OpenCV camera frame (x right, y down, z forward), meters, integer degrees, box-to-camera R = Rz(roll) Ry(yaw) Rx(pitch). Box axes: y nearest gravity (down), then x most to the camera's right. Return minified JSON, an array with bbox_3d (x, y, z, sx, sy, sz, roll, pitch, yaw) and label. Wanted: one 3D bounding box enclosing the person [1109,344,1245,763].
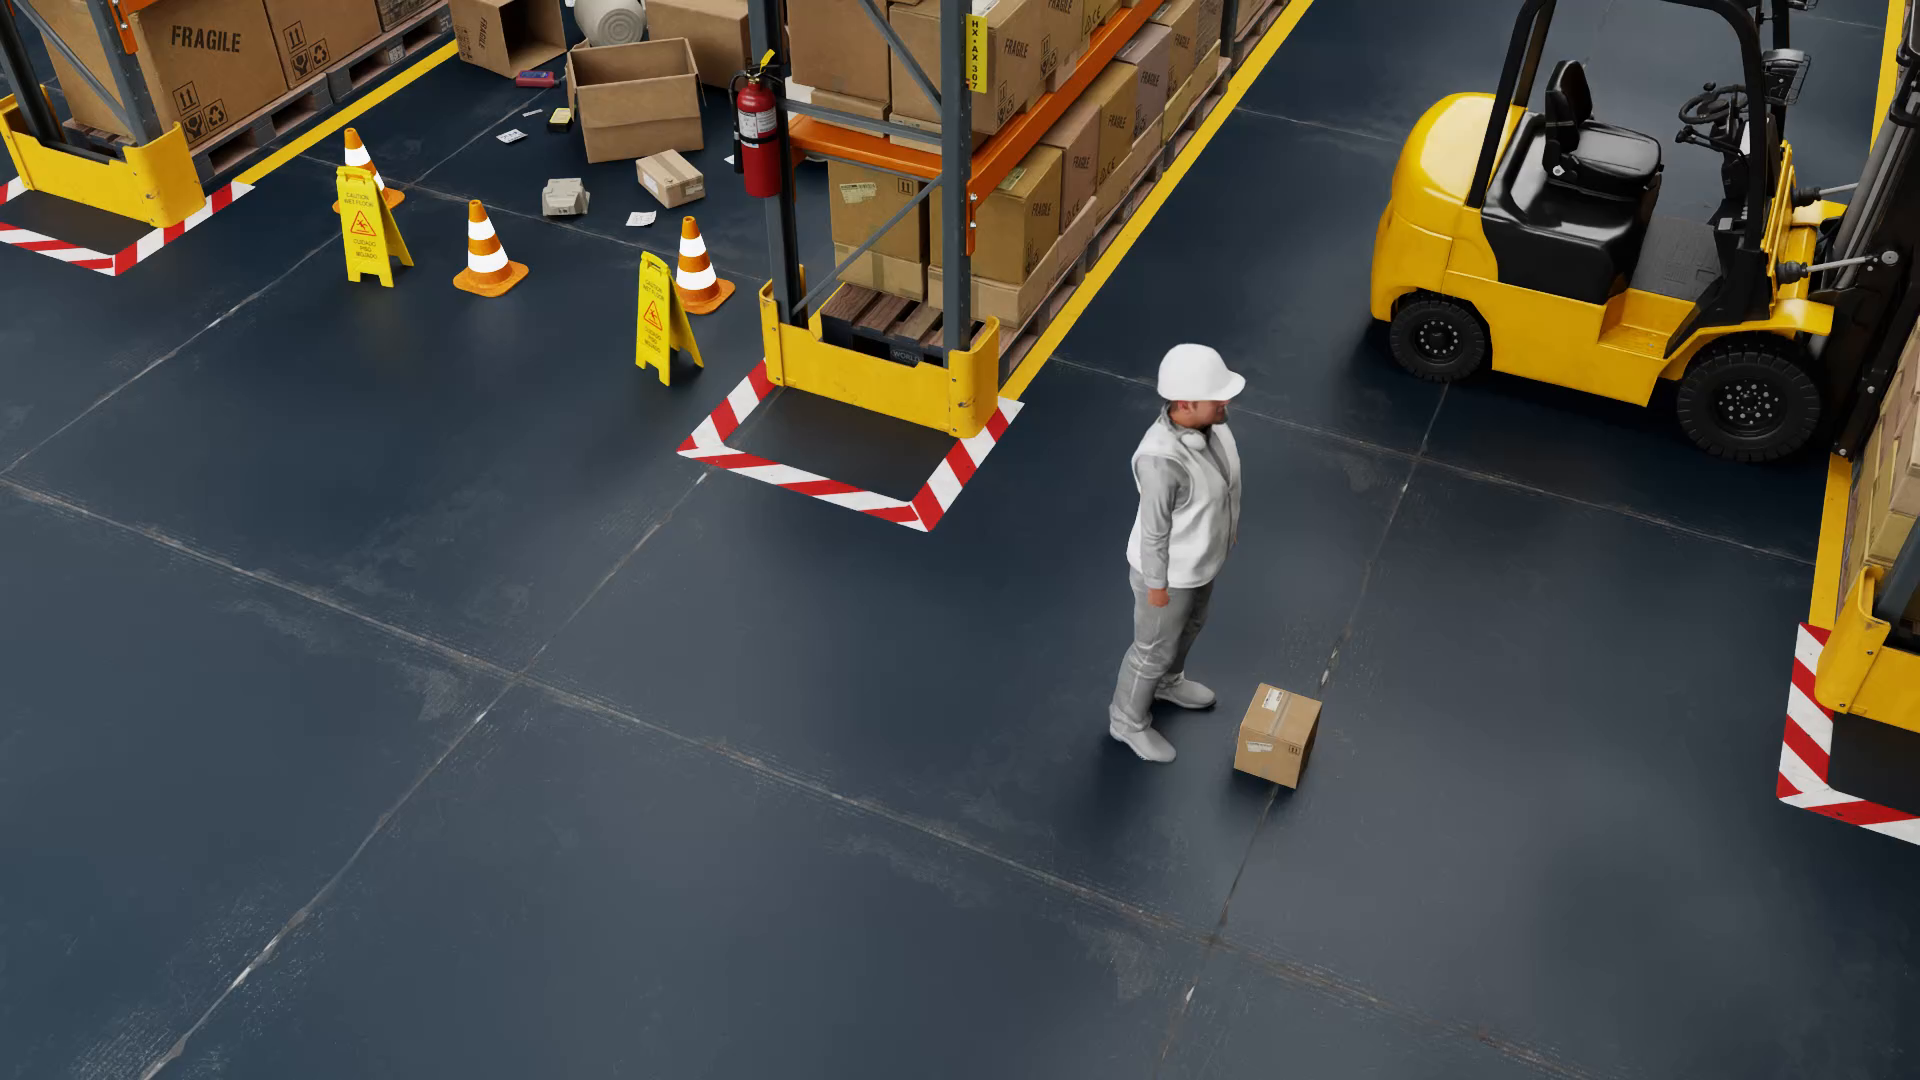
[{"bbox_3d":[0.814,0.045,6.105,0.356,1.793,0.544,18,45,20],"label":"person"}]
